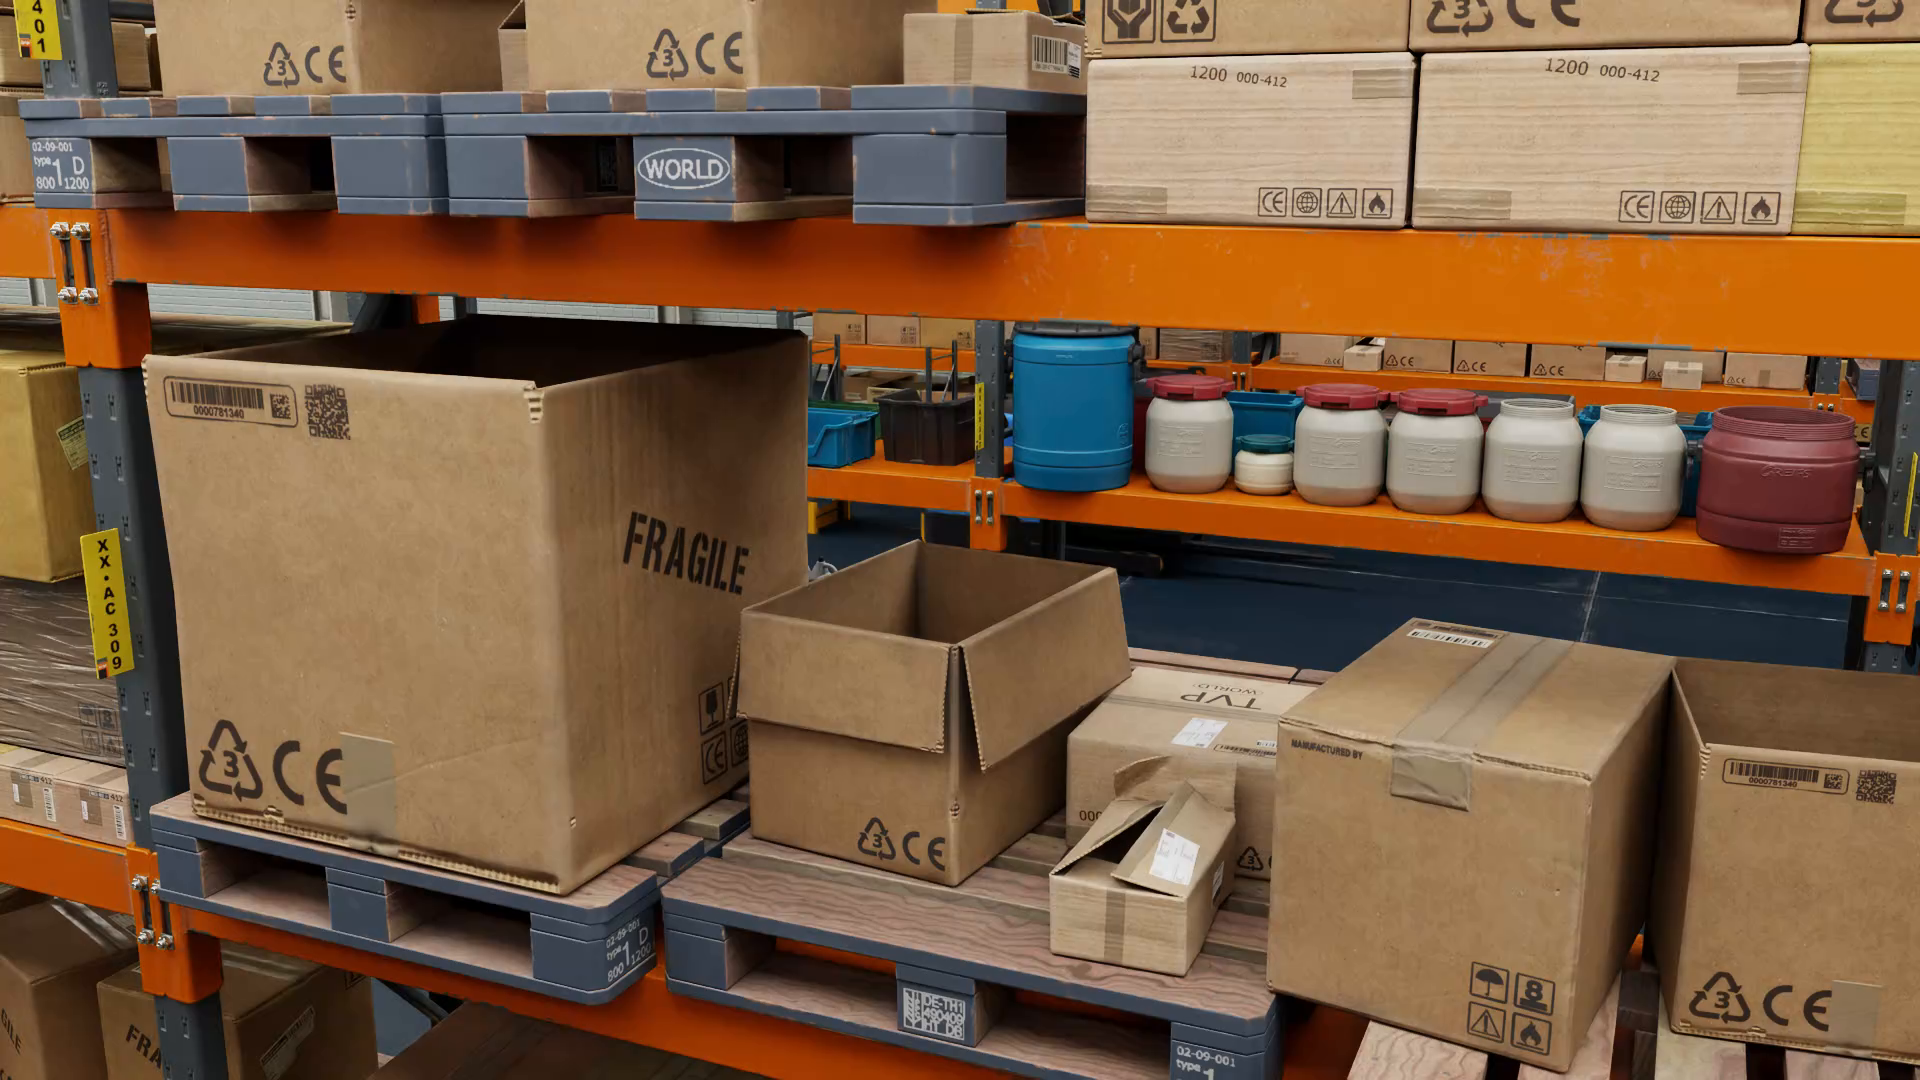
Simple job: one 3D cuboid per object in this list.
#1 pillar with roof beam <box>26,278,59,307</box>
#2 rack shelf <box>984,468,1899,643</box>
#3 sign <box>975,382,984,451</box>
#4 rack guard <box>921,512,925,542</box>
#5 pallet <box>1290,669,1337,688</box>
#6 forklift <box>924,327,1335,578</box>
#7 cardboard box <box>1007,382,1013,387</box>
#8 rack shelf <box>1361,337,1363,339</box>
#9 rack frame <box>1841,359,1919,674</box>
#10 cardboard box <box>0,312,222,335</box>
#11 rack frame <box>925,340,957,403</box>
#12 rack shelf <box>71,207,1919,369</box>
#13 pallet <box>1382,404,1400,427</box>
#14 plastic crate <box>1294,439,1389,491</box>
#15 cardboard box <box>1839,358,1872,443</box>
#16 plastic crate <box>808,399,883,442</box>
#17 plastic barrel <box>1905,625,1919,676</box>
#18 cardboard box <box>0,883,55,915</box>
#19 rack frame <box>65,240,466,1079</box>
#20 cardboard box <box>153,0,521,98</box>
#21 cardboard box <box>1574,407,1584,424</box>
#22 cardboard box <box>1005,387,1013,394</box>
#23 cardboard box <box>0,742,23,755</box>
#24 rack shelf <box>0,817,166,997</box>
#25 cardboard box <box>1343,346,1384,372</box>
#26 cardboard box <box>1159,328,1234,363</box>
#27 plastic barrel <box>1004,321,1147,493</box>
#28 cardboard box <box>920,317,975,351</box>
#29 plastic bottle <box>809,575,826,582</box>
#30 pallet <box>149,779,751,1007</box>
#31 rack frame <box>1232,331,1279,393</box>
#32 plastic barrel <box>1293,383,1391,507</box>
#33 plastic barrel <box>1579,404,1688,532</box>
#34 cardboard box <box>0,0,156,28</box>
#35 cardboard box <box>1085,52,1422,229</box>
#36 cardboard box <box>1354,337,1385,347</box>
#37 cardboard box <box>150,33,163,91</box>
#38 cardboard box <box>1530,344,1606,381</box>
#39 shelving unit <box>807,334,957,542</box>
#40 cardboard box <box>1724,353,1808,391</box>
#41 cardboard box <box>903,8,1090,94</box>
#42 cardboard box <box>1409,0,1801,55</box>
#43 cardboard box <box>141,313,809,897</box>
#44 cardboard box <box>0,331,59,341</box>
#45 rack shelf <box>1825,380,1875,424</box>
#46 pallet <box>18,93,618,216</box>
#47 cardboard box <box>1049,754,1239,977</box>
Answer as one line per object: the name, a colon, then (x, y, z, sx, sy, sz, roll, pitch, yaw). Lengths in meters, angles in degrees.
pillar with roof beam: (-16.525, -6.828, 22.156, 0.400, 9.000, 9.100, 6, 14, 23)
rack shelf: (2.158, -0.051, 7.979, 4.000, 0.370, 1.077, 6, 14, 23)
sign: (0.097, -0.607, 8.169, 0.005, 0.325, 0.100, 6, 14, 23)
rack guard: (-0.139, -0.137, 12.790, 0.087, 0.250, 0.587, 6, 14, 24)
pallet: (2.183, 0.949, 8.249, 1.213, 0.211, 1.003, 6, 14, 23)
forklift: (1.295, -1.302, 11.886, 3.031, 2.935, 1.130, 6, 14, 24)
cardboard box: (0.670, -1.098, 14.325, 0.500, 0.500, 0.500, 6, 14, 23)
rack shelf: (6.171, -2.120, 16.798, 4.000, 0.370, 1.077, 6, 14, 23)
rack frame: (3.987, -0.216, 7.108, 0.127, 3.000, 1.000, 6, 14, 23)
cardboard box: (-2.443, -0.372, 4.717, 0.500, 0.500, 0.500, 6, 14, 23)
rack frame: (-0.138, -0.745, 12.647, 0.032, 1.500, 0.500, 6, 14, 24)
rack shelf: (0.152, -0.476, 3.228, 4.000, 0.370, 1.077, 6, 14, 23)
pallet: (5.055, -1.226, 17.517, 1.213, 0.211, 1.003, 6, 14, 23)
plastic crate: (2.036, -0.381, 8.274, 0.662, 0.188, 0.450, 6, 14, 23)
cardboard box: (8.619, -1.347, 15.718, 0.750, 0.750, 0.750, 6, 14, 22)
plastic crate: (-0.797, -0.667, 9.496, 0.662, 0.188, 0.450, 6, 14, 23)
plastic barrel: (4.441, 0.678, 7.131, 0.708, 0.830, 0.600, 6, 14, 23)
cardboard box: (-3.152, 1.323, 5.102, 0.500, 0.500, 0.500, 4, 14, 18)
rack frame: (-1.676, 0.449, 4.277, 0.127, 3.000, 1.000, 6, 14, 23)
cardboard box: (-1.287, -1.202, 3.601, 0.637, 0.503, 0.797, 5, 14, 20)
cardboard box: (6.431, -1.450, 16.877, 0.500, 0.500, 0.700, 6, 14, 23)
cardboard box: (0.453, -0.986, 13.848, 0.500, 0.500, 0.500, 6, 14, 23)
cardboard box: (-2.421, 0.552, 4.388, 0.250, 0.149, 0.380, 6, 14, 23)
rack shelf: (-3.505, 0.614, 5.148, 4.000, 0.370, 1.077, 6, 14, 23)
cardboard box: (3.067, -1.373, 12.591, 0.250, 0.149, 0.380, 6, 14, 23)
cardboard box: (1.931, -1.709, 13.251, 0.500, 0.500, 0.700, 5, 14, 22)
plastic barrel: (0.560, -0.731, 8.206, 0.708, 0.901, 0.600, 6, 14, 23)
cardboard box: (0.038, -1.898, 14.060, 0.500, 0.500, 0.700, 6, 14, 24)
plastic bottle: (-0.839, 0.341, 9.735, 0.135, 0.276, 0.152, 6, 14, 23)
pallet: (-1.037, 0.643, 3.868, 1.213, 0.211, 1.003, 6, 14, 23)
rack frame: (2.339, -1.620, 13.093, 0.127, 3.000, 1.000, 6, 14, 23)
plastic barrel: (1.786, -0.450, 7.808, 0.433, 0.535, 0.433, 0, 13, 0)
plastic barrel: (2.960, -0.321, 7.311, 0.421, 0.512, 0.421, 0, 13, 0)
cardboard box: (-2.191, -1.437, 3.782, 0.500, 0.500, 0.500, 5, 14, 22)
cardboard box: (0.530, -0.651, 2.727, 0.500, 0.250, 0.500, 6, 15, 25)
cardboard box: (3.218, -1.512, 12.925, 0.258, 0.266, 0.396, 5, 14, 22)
cardboard box: (-1.849, -1.227, 4.308, 0.250, 0.149, 0.380, 5, 14, 22)
cardboard box: (4.456, -1.451, 12.152, 0.500, 0.500, 0.500, 5, 14, 20)
shelving unit: (-0.591, -0.793, 12.851, 1.083, 1.500, 0.587, 6, 14, 24)
cardboard box: (5.682, -1.249, 11.708, 0.500, 0.311, 0.500, 7, 15, 27)
cardboard box: (0.078, -0.950, 3.263, 0.250, 0.166, 0.380, 5, 14, 22)
cardboard box: (0.970, -0.971, 2.446, 0.500, 0.500, 0.500, 6, 14, 23)
cardboard box: (-1.007, 0.055, 3.723, 1.000, 1.000, 1.000, 6, 14, 24)
cardboard box: (-2.657, -0.262, 4.246, 0.500, 0.500, 0.500, 6, 14, 23)
rack shelf: (7.825, -0.715, 10.810, 4.000, 0.370, 1.077, 6, 14, 23)
pallet: (-1.155, -0.841, 3.617, 1.003, 0.211, 1.213, 6, 14, 23)
cardboard box: (0.347, 0.582, 3.084, 0.258, 0.266, 0.396, 5, 14, 22)
